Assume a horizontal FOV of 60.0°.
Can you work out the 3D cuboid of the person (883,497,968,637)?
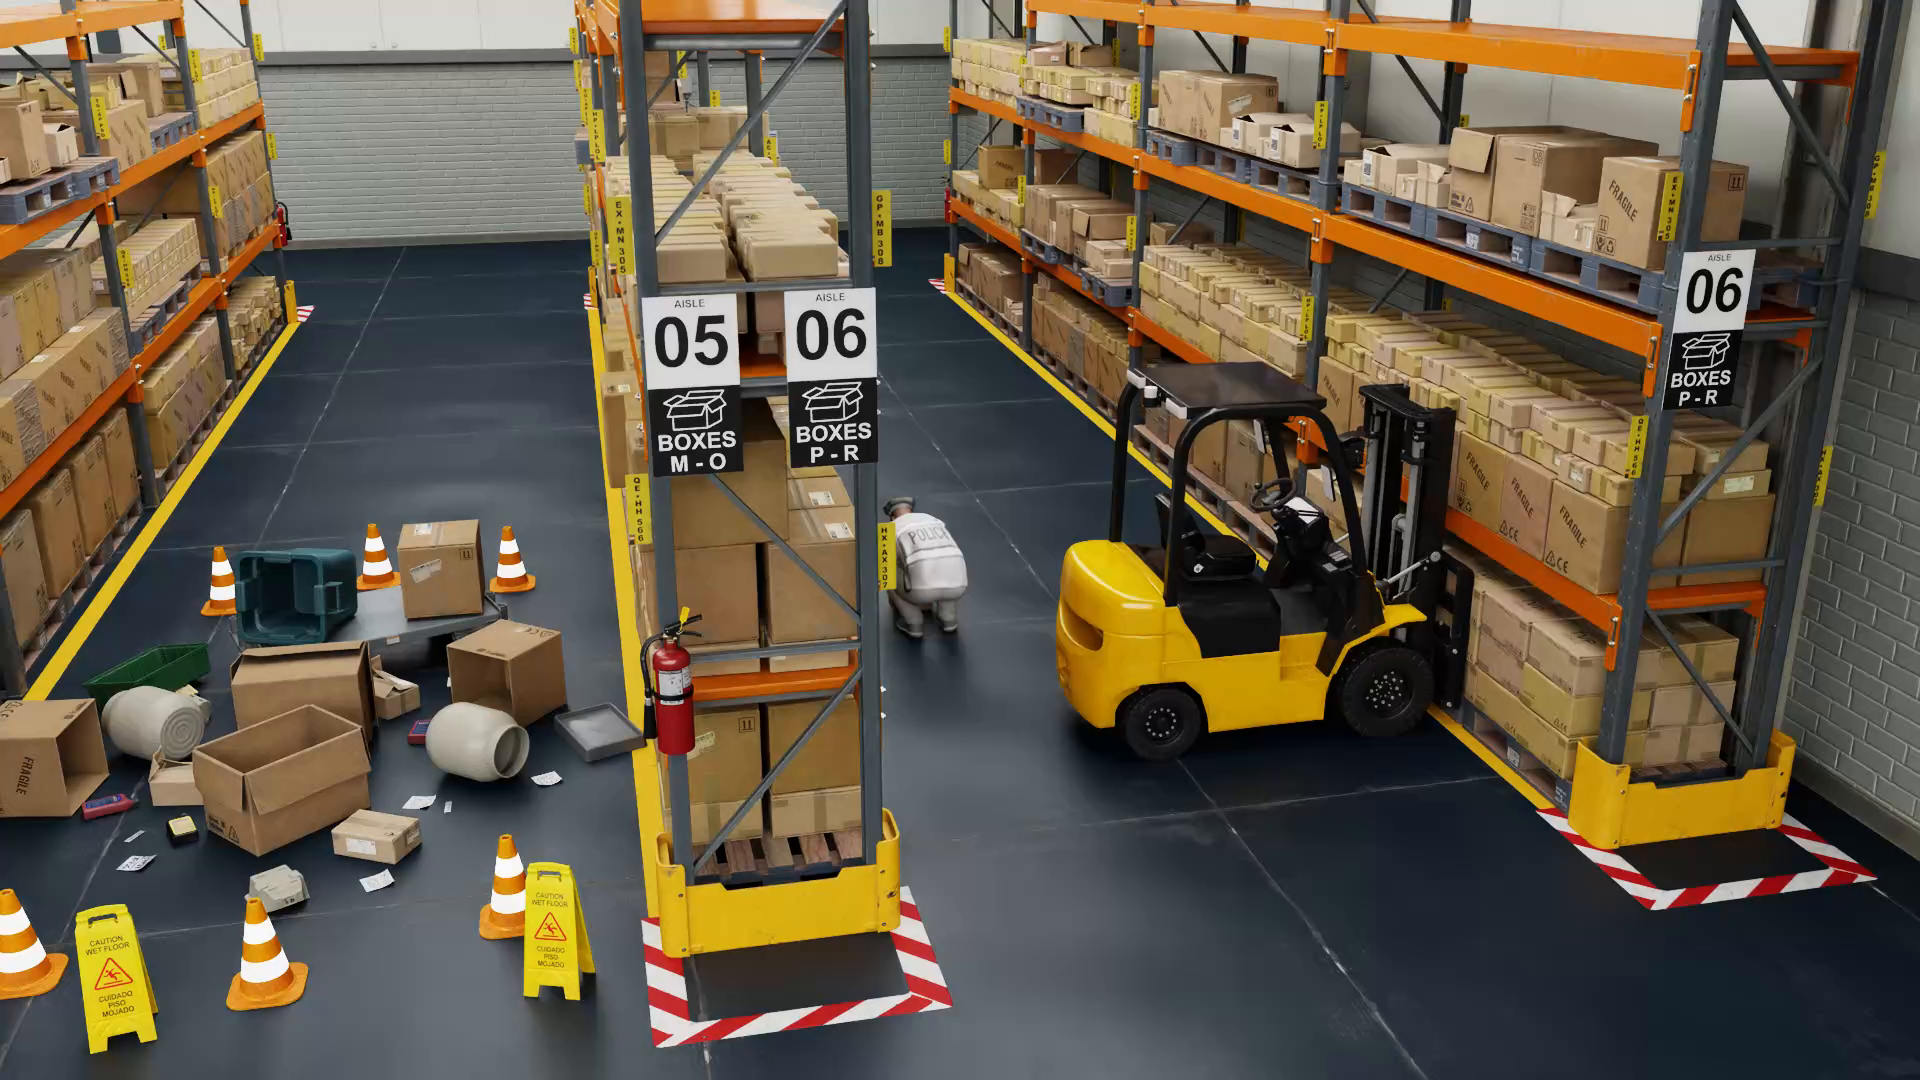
[{"bbox_3d":[-0.276,0.214,11.909,0.539,0.899,0.976,-6,20,-16],"label":"person"}]
